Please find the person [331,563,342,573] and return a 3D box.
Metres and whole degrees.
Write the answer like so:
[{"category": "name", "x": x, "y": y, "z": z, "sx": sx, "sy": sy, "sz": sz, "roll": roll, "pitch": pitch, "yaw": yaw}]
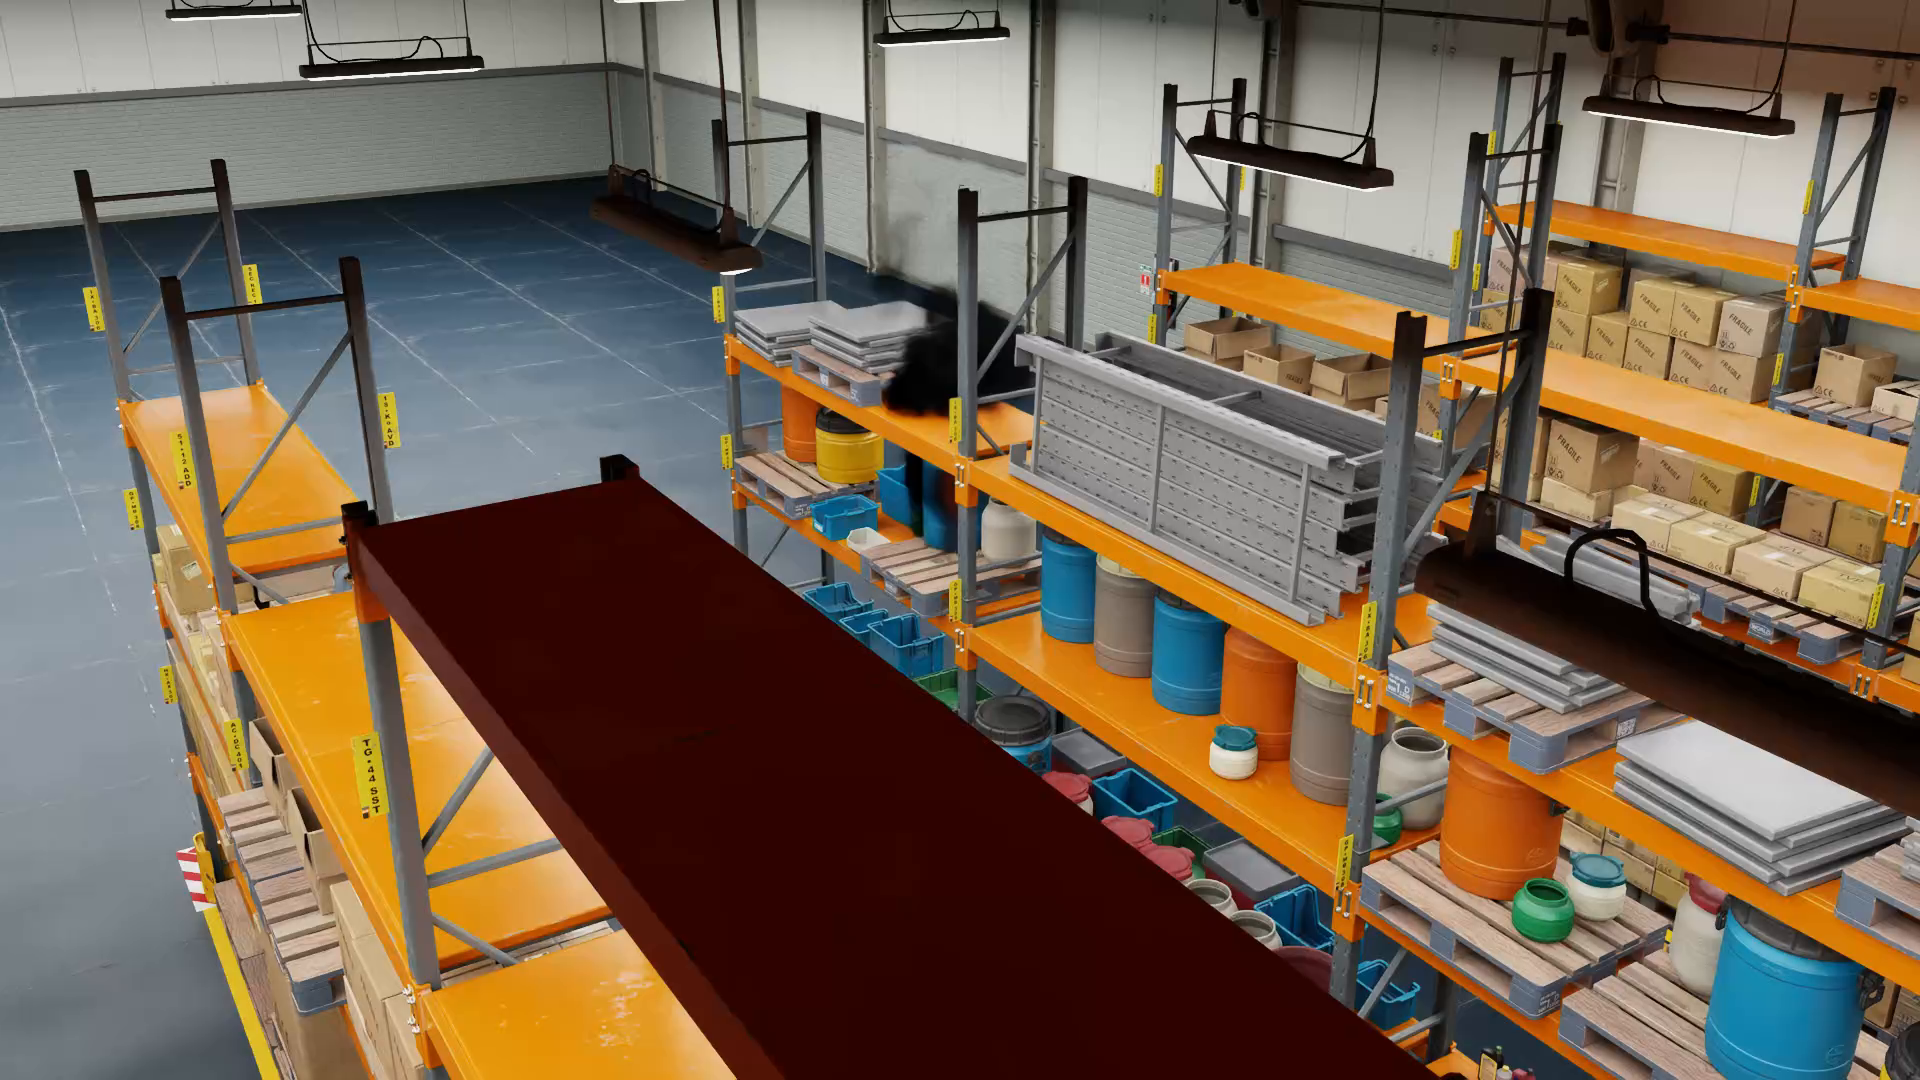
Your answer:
[{"category": "person", "x": -6.825, "y": 0.586, "z": 17.568, "sx": 0.905, "sy": 1.776, "sz": 0.685, "roll": 2, "pitch": 22, "yaw": 5}]
